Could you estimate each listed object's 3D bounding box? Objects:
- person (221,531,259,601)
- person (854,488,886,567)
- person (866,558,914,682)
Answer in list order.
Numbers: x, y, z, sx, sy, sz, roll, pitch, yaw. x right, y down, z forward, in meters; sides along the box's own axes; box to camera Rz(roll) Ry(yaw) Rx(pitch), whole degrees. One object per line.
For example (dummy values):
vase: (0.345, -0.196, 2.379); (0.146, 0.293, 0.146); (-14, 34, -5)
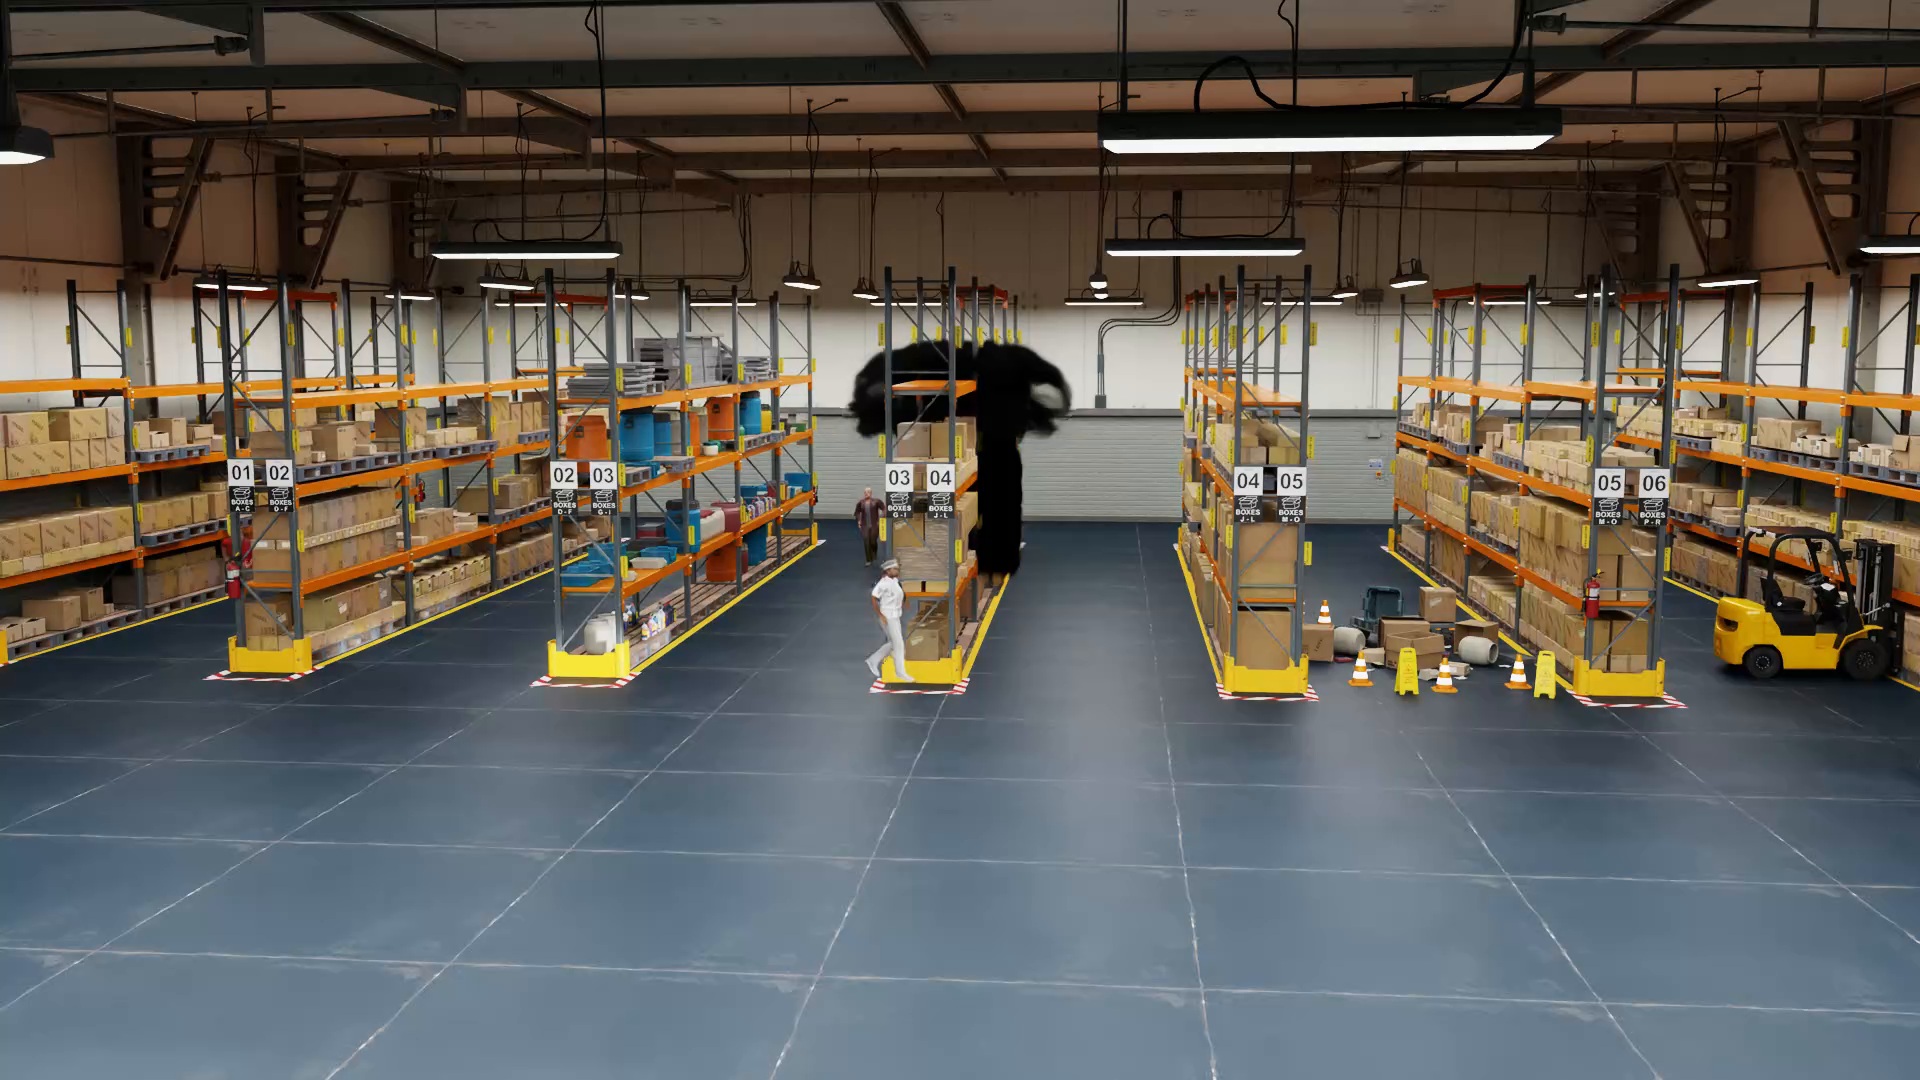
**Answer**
person: (-12.827, 0.601, 29.813); (0.704, 1.696, 1.007); (-1, 7, -6)
person: (-1.964, -0.286, 36.491); (0.727, 1.742, 0.701); (1, 7, 10)
person: (-0.975, 1.099, 23.120); (0.723, 1.710, 0.610); (2, 7, 17)
